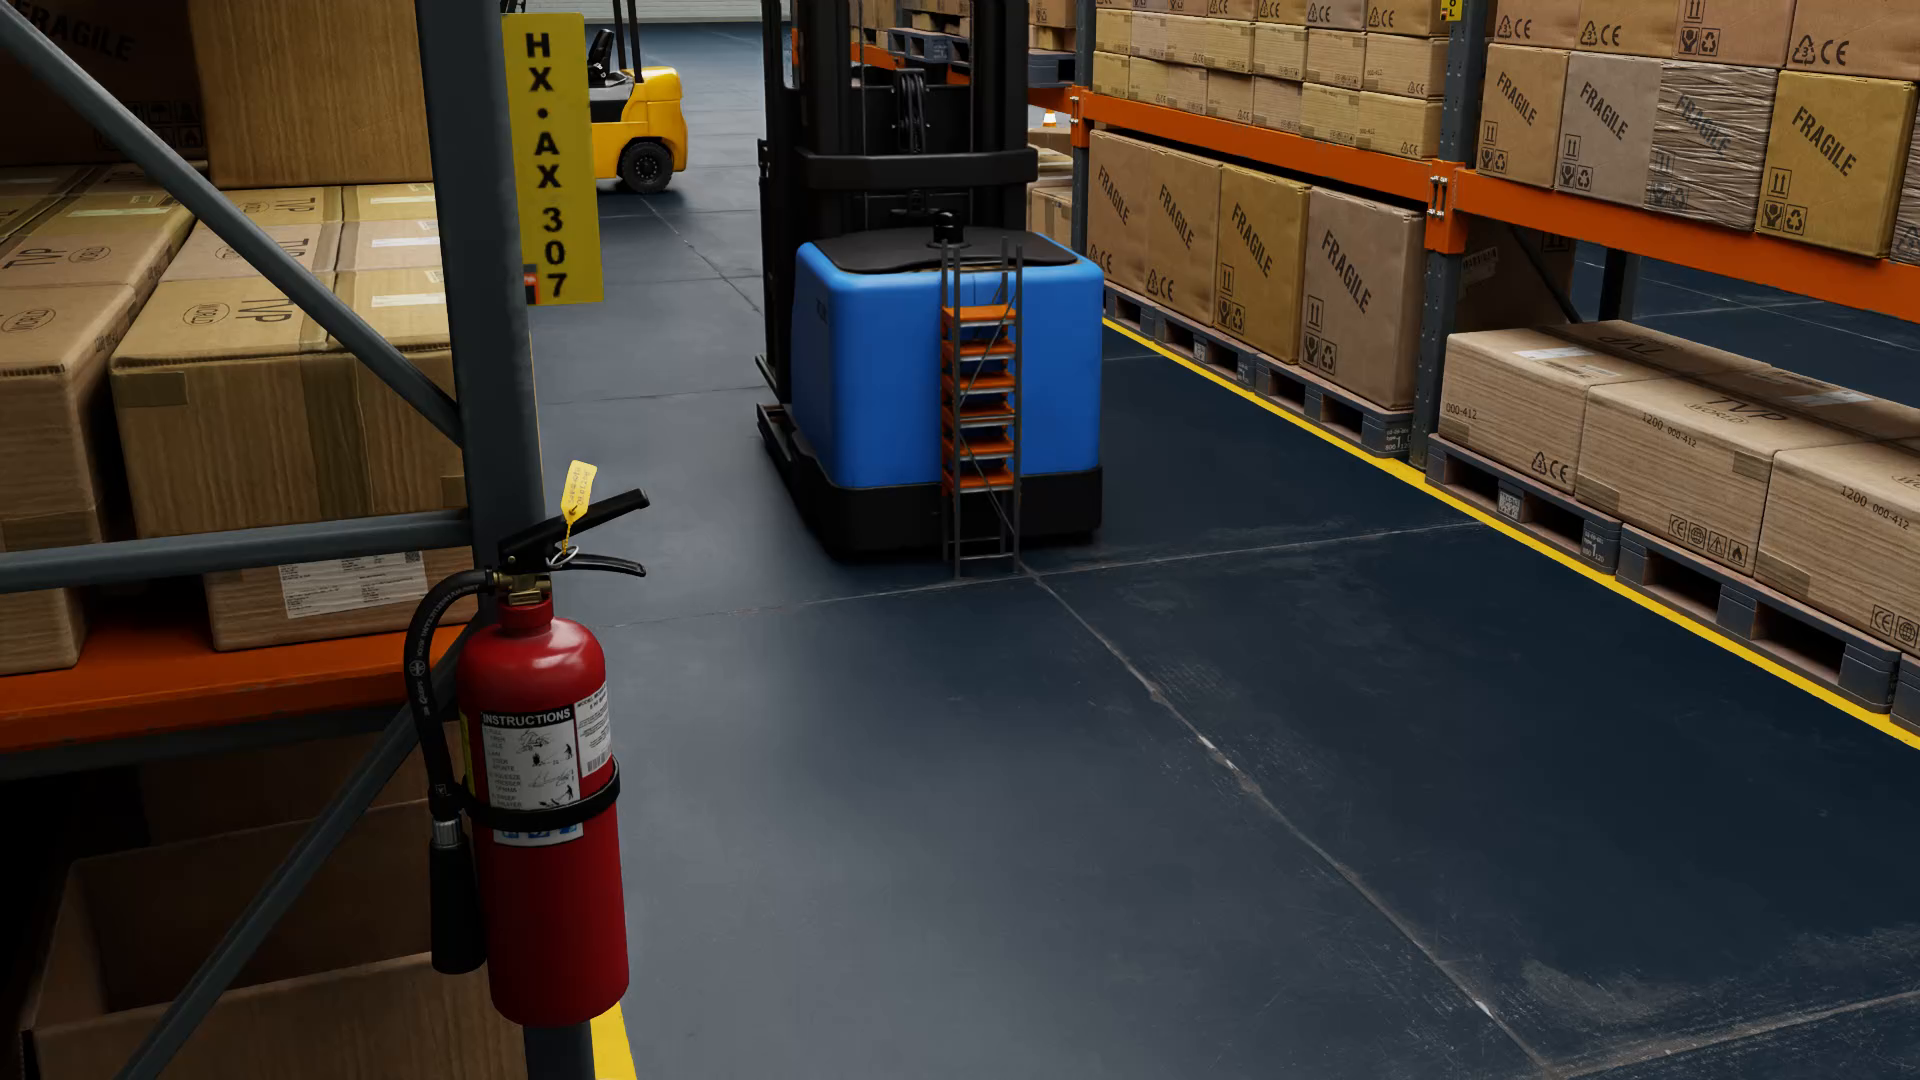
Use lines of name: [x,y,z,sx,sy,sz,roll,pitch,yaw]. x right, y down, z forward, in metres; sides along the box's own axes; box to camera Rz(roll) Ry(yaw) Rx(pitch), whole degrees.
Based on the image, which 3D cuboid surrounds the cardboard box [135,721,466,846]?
cardboard box: [-1.317,0.529,3.583,0.700,0.500,0.500,-6,20,-15]

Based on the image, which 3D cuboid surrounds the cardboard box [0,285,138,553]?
cardboard box: [-1.380,-0.154,2.189,0.500,0.250,0.500,-6,21,-16]

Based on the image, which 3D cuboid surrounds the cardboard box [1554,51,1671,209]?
cardboard box: [2.524,-1.484,5.962,0.500,0.500,0.500,-6,21,-17]

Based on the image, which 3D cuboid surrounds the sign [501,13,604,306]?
sign: [-0.468,-0.430,1.896,0.100,0.325,0.005,-6,21,-17]

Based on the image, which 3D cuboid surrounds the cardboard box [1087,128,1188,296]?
cardboard box: [1.352,-2.028,10.147,0.875,0.875,0.875,-7,21,-18]

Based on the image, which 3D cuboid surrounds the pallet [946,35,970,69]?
pallet: [0.552,-3.601,12.289,1.003,0.211,1.213,-6,21,-17]

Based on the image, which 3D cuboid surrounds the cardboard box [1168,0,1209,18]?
cardboard box: [1.449,-3.068,8.895,0.500,0.500,0.500,-6,21,-16]

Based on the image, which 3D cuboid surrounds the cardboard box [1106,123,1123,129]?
cardboard box: [1.636,-3.723,14.922,0.500,0.500,0.500,-6,21,-17]

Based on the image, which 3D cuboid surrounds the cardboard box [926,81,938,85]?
cardboard box: [-0.153,-3.989,15.423,0.500,0.500,0.500,-6,20,-15]

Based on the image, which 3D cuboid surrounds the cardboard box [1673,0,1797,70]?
cardboard box: [2.693,-1.788,5.330,0.500,0.500,0.500,-6,21,-16]

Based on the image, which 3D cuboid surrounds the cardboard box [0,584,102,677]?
cardboard box: [-1.342,0.075,2.141,0.380,0.149,0.250,-7,21,-18]

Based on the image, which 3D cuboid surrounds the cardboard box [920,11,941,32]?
cardboard box: [-0.100,-4.132,13.233,0.380,0.149,0.250,-6,21,-16]

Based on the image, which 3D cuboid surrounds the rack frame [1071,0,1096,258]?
rack frame: [1.213,-3.061,10.501,1.000,3.000,0.127,-6,21,-17]

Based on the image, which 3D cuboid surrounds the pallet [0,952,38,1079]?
pallet: [-1.259,1.067,3.133,1.003,0.211,1.213,-6,21,-17]

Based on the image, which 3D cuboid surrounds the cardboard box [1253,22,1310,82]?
cardboard box: [1.768,-2.383,8.095,0.500,0.250,0.500,-6,21,-16]

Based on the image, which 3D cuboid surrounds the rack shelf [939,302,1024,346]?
rack shelf: [0.075,-0.756,5.813,0.258,0.103,0.180,-5,20,-13]

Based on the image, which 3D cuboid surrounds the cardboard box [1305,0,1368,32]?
cardboard box: [1.922,-2.577,7.526,0.500,0.500,0.500,-6,21,-16]

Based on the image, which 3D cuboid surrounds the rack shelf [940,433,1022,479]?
rack shelf: [0.075,-0.304,5.975,0.258,0.103,0.180,-5,20,-13]

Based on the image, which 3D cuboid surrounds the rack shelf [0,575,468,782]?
rack shelf: [-1.612,-0.268,3.790,1.077,0.370,4.000,-6,21,-17]

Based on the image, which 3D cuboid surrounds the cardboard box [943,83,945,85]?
cardboard box: [0.045,-4.171,14.968,0.380,0.149,0.250,-6,21,-16]

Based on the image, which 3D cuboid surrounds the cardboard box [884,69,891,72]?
cardboard box: [-0.547,-4.769,16.633,0.380,0.149,0.250,-6,21,-16]

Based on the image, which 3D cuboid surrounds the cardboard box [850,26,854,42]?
cardboard box: [-0.809,-4.708,15.458,0.380,0.149,0.250,-7,21,-18]

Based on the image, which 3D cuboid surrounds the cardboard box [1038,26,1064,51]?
cardboard box: [0.734,-3.299,10.913,0.380,0.149,0.250,-6,21,-16]

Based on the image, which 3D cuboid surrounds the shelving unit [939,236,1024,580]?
shelving unit: [0.075,-0.459,5.920,0.258,1.200,0.189,-5,20,-13]

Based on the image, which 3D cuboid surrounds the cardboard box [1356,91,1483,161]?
cardboard box: [2.090,-1.824,7.278,0.500,0.250,0.500,-7,21,-18]

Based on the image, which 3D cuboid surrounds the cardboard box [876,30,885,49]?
cardboard box: [-0.519,-4.376,14.535,0.380,0.149,0.250,-6,21,-16]

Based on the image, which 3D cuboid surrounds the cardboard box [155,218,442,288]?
cardboard box: [-1.029,-0.370,2.792,0.500,0.250,0.500,-6,21,-17]

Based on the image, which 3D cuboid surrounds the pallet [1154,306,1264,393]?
pallet: [1.769,-1.097,9.157,1.003,0.211,1.213,-6,21,-17]

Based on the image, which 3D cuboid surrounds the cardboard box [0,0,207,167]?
cardboard box: [-2.025,-1.165,3.894,0.500,0.500,0.500,-7,21,-19]

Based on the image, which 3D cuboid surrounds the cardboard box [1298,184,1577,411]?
cardboard box: [2.200,-1.165,7.745,0.875,0.875,0.875,-6,21,-16]

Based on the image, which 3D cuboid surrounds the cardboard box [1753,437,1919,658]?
cardboard box: [3.130,0.021,5.090,0.875,0.438,0.875,-6,21,-16]

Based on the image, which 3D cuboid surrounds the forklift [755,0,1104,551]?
forklift: [-0.317,-1.803,7.099,1.130,2.935,3.031,-5,20,-13]

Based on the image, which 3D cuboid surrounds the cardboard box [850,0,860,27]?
cardboard box: [-0.755,-4.978,15.251,0.500,0.500,0.500,-6,21,-16]

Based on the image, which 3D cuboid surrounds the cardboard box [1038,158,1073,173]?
cardboard box: [0.573,-2.684,12.718,0.950,0.372,0.625,-6,21,-15]

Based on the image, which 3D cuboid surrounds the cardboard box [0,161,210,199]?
cardboard box: [-1.856,-0.647,3.561,0.500,0.250,0.500,-6,21,-17]

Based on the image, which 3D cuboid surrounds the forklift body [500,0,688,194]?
forklift body: [-3.684,-4.285,15.165,2.313,2.155,1.214,-6,21,-17]

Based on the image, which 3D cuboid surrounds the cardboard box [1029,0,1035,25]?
cardboard box: [0.634,-3.727,11.145,0.500,0.500,0.500,-7,21,-18]

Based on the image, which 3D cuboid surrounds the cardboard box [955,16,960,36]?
cardboard box: [0.179,-3.882,12.539,0.380,0.149,0.250,-6,21,-17]

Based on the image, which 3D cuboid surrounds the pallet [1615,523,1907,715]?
pallet: [3.022,0.180,5.604,1.003,0.211,1.213,-6,21,-17]

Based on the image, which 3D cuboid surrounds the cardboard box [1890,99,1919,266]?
cardboard box: [3.010,-0.994,4.598,0.500,0.500,0.500,-6,21,-16]

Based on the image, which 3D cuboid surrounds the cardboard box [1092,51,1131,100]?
cardboard box: [1.128,-2.806,10.014,0.500,0.250,0.500,-7,21,-18]

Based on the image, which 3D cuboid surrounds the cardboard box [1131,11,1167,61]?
cardboard box: [1.300,-2.871,9.454,0.500,0.250,0.500,-6,21,-16]

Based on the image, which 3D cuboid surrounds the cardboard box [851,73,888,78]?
cardboard box: [-0.984,-4.260,16.175,0.500,0.500,0.500,-6,21,-16]

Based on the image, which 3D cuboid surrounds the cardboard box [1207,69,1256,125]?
cardboard box: [1.624,-2.317,8.650,0.500,0.250,0.500,-6,21,-17]

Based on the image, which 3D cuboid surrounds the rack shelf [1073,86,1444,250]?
rack shelf: [1.842,-2.080,8.835,1.077,0.370,4.000,-6,21,-17]

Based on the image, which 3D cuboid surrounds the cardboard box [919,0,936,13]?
cardboard box: [-0.011,-4.387,12.985,0.500,0.500,0.500,-6,21,-17]

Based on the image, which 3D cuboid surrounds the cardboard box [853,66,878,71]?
cardboard box: [-0.802,-4.655,17.276,0.500,0.500,0.500,-6,21,-17]
